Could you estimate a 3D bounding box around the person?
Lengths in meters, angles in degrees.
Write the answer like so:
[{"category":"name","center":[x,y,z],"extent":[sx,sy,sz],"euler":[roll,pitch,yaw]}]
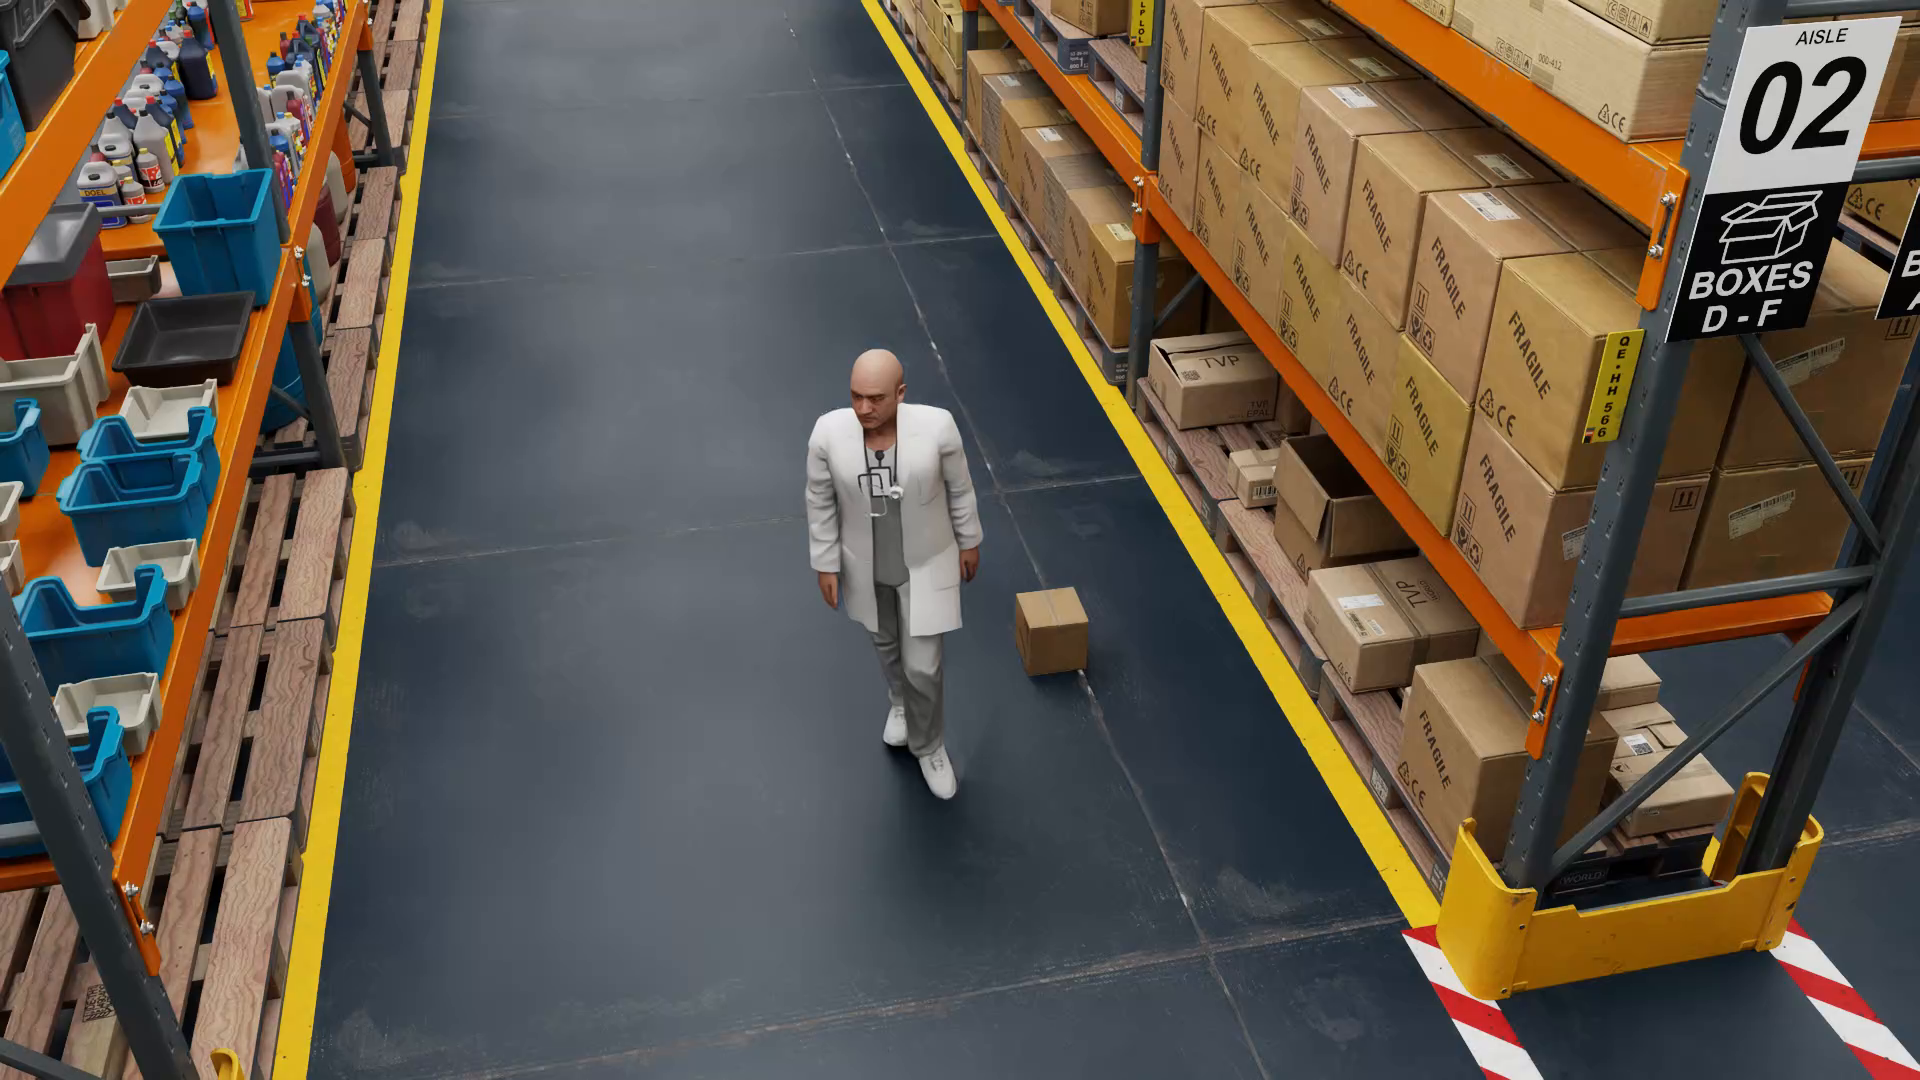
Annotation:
[{"category":"person","center":[-0.233,0.072,6.052],"extent":[0.616,1.804,0.587],"euler":[6,34,9]}]
